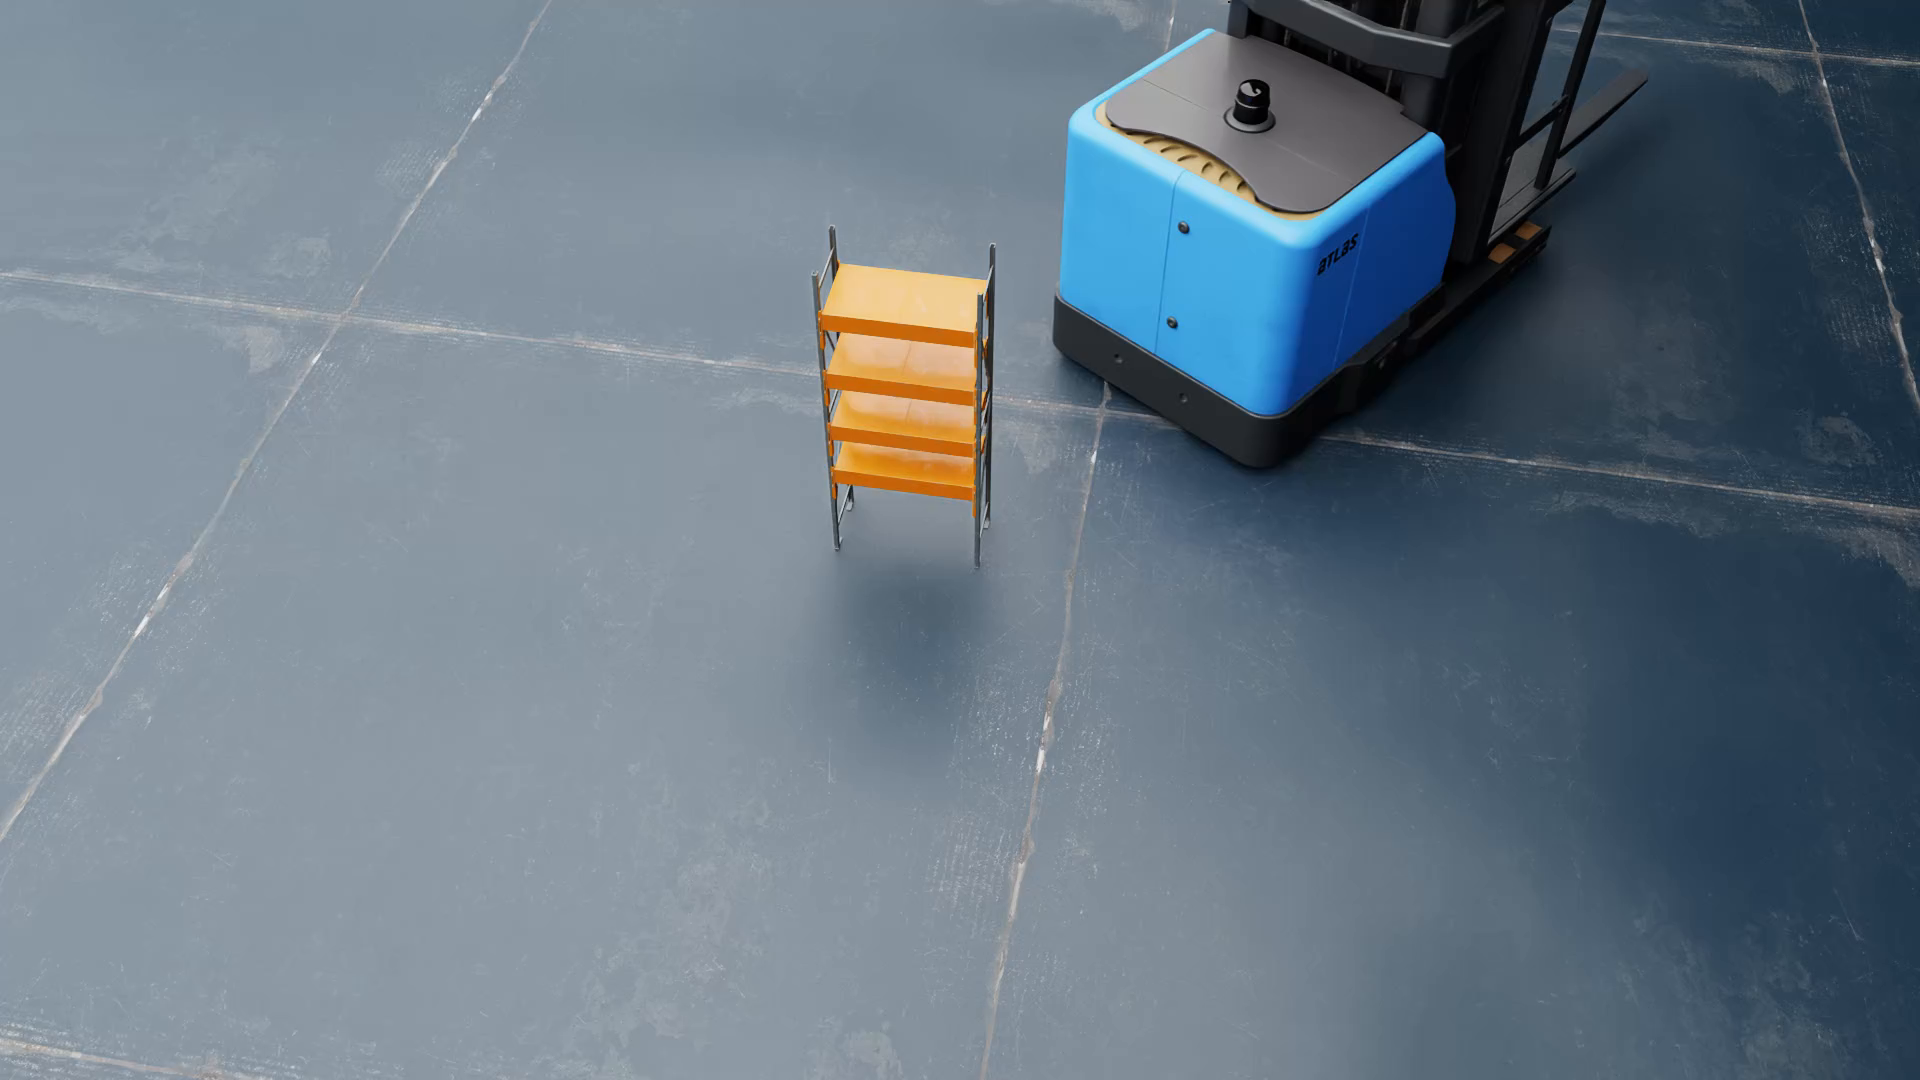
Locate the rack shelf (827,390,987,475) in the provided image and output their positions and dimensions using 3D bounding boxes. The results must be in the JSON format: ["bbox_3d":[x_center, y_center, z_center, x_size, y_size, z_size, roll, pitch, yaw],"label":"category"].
[{"bbox_3d":[-0.163,-0.378,5.373,0.480,0.148,0.258,8,49,7],"label":"rack shelf"}]

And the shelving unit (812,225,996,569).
[{"bbox_3d":[-0.163,-0.423,5.323,0.503,1.200,0.258,8,49,7],"label":"shelving unit"}]

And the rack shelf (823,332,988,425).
[{"bbox_3d":[-0.163,-0.527,5.207,0.480,0.148,0.258,8,49,7],"label":"rack shelf"}]

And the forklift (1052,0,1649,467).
[{"bbox_3d":[1.735,-2.237,5.790,1.130,2.935,3.031,36,57,28],"label":"forklift"}]

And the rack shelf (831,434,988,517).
[{"bbox_3d":[-0.163,-0.245,5.521,0.480,0.148,0.258,8,49,7],"label":"rack shelf"}]

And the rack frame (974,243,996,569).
[{"bbox_3d":[0.077,-0.391,5.294,0.015,1.200,0.240,8,49,7],"label":"rack frame"}]

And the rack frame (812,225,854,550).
[{"bbox_3d":[-0.403,-0.455,5.352,0.015,1.200,0.240,8,49,7],"label":"rack frame"}]

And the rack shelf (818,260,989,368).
[{"bbox_3d":[-0.163,-0.686,5.031,0.480,0.148,0.258,8,49,7],"label":"rack shelf"}]
